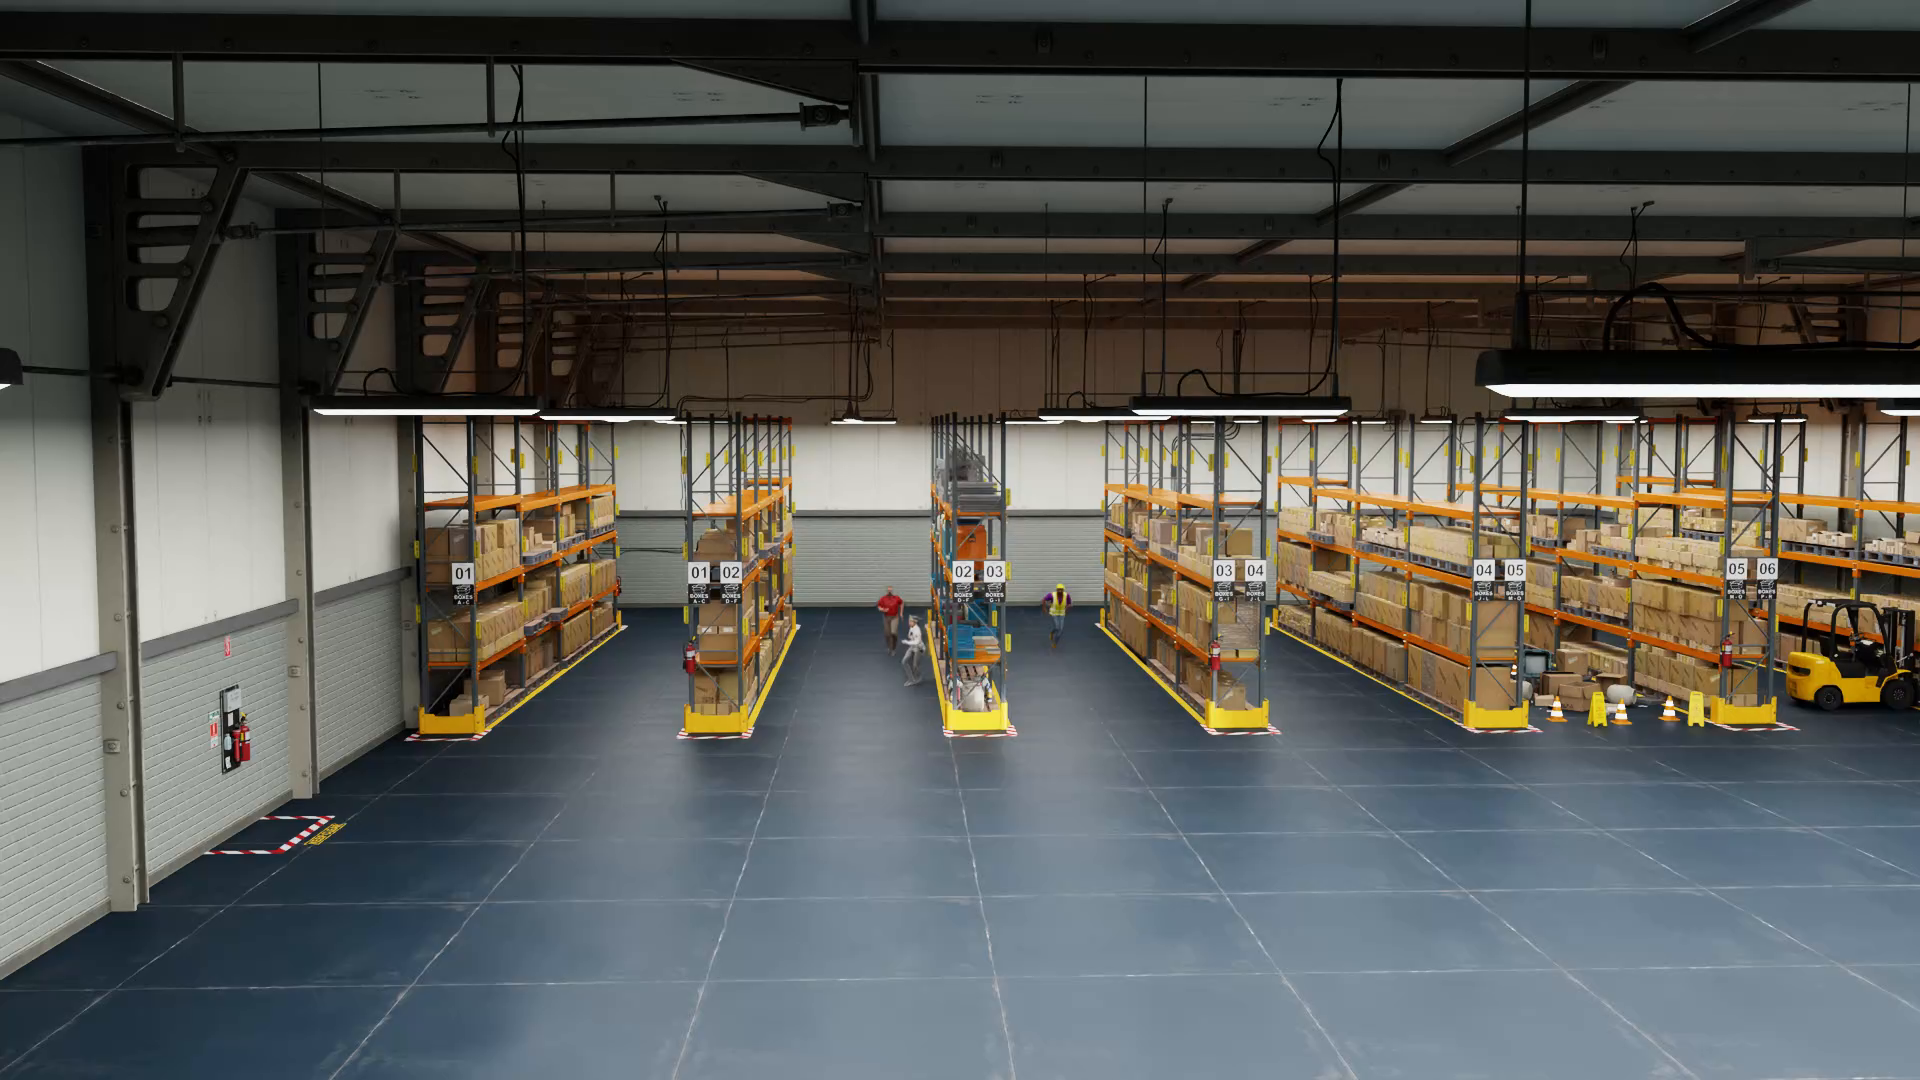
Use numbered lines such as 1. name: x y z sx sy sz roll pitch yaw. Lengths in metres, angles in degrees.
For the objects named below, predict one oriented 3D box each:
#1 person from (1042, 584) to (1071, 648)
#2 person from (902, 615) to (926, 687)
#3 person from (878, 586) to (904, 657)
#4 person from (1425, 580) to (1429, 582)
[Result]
1. person: 2.538 1.962 42.988 0.678 1.684 0.713 -1 4 -19
2. person: -1.001 2.418 36.585 0.677 1.595 0.745 -3 5 -35
3. person: -1.747 2.045 41.595 0.622 1.790 0.839 0 4 4
4. person: 12.240 1.886 43.828 0.653 1.699 0.905 -1 4 -17
